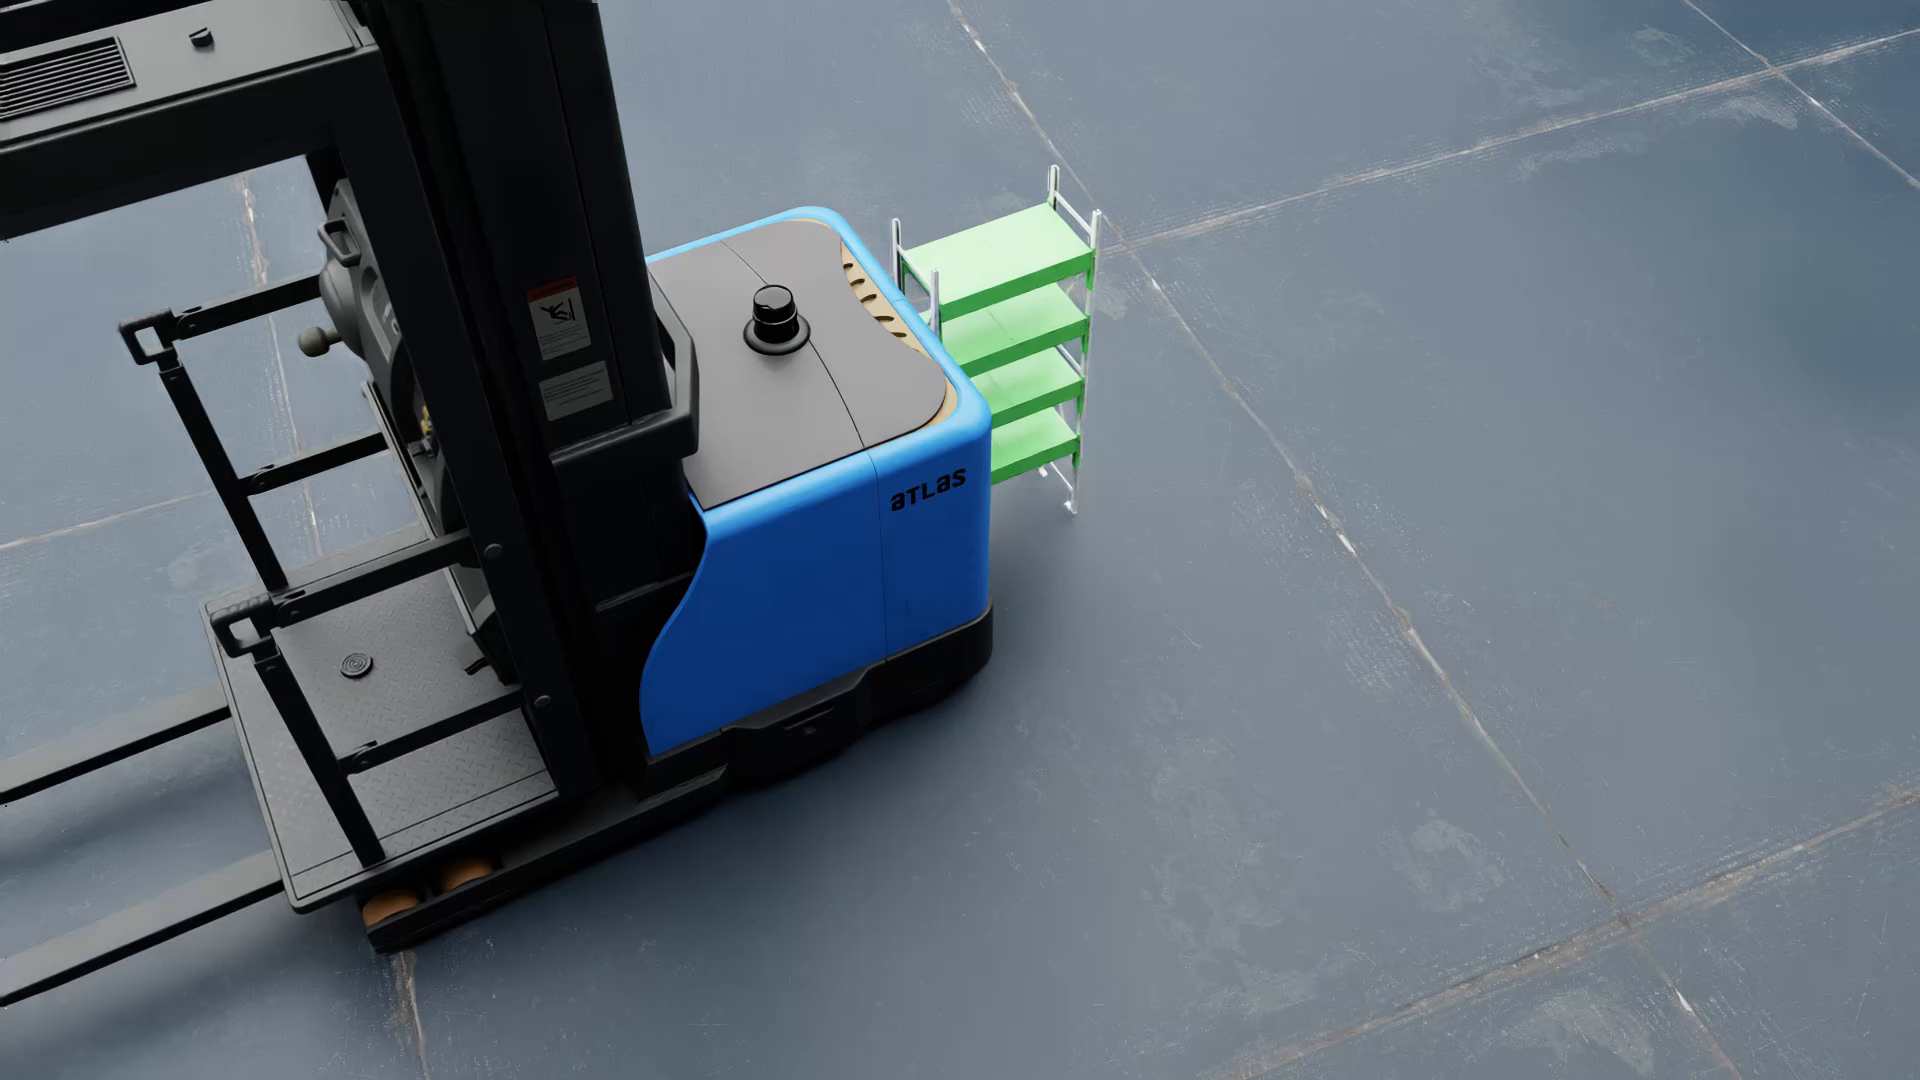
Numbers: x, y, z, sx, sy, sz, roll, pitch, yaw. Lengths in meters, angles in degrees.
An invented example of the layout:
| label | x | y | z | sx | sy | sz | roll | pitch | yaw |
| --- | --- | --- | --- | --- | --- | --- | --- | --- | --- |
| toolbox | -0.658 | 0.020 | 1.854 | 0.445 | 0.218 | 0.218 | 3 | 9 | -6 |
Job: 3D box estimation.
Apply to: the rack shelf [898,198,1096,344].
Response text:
| label | x | y | z | sx | sy | sz | roll | pitch | yaw |
| --- | --- | --- | --- | --- | --- | --- | --- | --- | --- |
| rack shelf | 0.098 | -0.737 | 4.544 | 0.480 | 0.148 | 0.258 | -22 | 53 | -18 |

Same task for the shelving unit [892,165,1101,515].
| label | x | y | z | sx | sy | sz | roll | pitch | yaw |
| --- | --- | --- | --- | --- | --- | --- | --- | --- | --- |
| shelving unit | 0.098 | -0.466 | 4.859 | 0.503 | 1.200 | 0.258 | -22 | 53 | -18 |

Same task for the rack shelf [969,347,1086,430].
| label | x | y | z | sx | sy | sz | roll | pitch | yaw |
| --- | --- | --- | --- | --- | --- | --- | --- | --- | --- |
| rack shelf | 0.098 | -0.424 | 4.908 | 0.480 | 0.148 | 0.258 | -22 | 53 | -18 |

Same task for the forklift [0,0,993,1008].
| label | x | y | z | sx | sy | sz | roll | pitch | yaw |
| --- | --- | --- | --- | --- | --- | --- | --- | --- | --- |
| forklift | -1.449 | -0.361 | 3.628 | 3.031 | 2.935 | 1.130 | -22 | 53 | -18 |

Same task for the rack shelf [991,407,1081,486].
| label | x | y | z | sx | sy | sz | roll | pitch | yaw |
| --- | --- | --- | --- | --- | --- | --- | --- | --- | --- |
| rack shelf | 0.098 | -0.268 | 5.090 | 0.480 | 0.148 | 0.258 | -22 | 53 | -18 |

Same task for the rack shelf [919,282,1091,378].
| label | x | y | z | sx | sy | sz | roll | pitch | yaw |
| --- | --- | --- | --- | --- | --- | --- | --- | --- | --- |
| rack shelf | 0.098 | -0.581 | 4.726 | 0.480 | 0.148 | 0.258 | -22 | 53 | -18 |

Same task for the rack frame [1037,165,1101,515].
| label | x | y | z | sx | sy | sz | roll | pitch | yaw |
| --- | --- | --- | --- | --- | --- | --- | --- | --- | --- |
| rack frame | 0.312 | -0.554 | 4.935 | 0.015 | 1.200 | 0.240 | -22 | 53 | -18 |

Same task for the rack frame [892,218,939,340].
| label | x | y | z | sx | sy | sz | roll | pitch | yaw |
| --- | --- | --- | --- | --- | --- | --- | --- | --- | --- |
| rack frame | -0.117 | -0.378 | 4.784 | 0.015 | 1.200 | 0.240 | -22 | 53 | -18 |
